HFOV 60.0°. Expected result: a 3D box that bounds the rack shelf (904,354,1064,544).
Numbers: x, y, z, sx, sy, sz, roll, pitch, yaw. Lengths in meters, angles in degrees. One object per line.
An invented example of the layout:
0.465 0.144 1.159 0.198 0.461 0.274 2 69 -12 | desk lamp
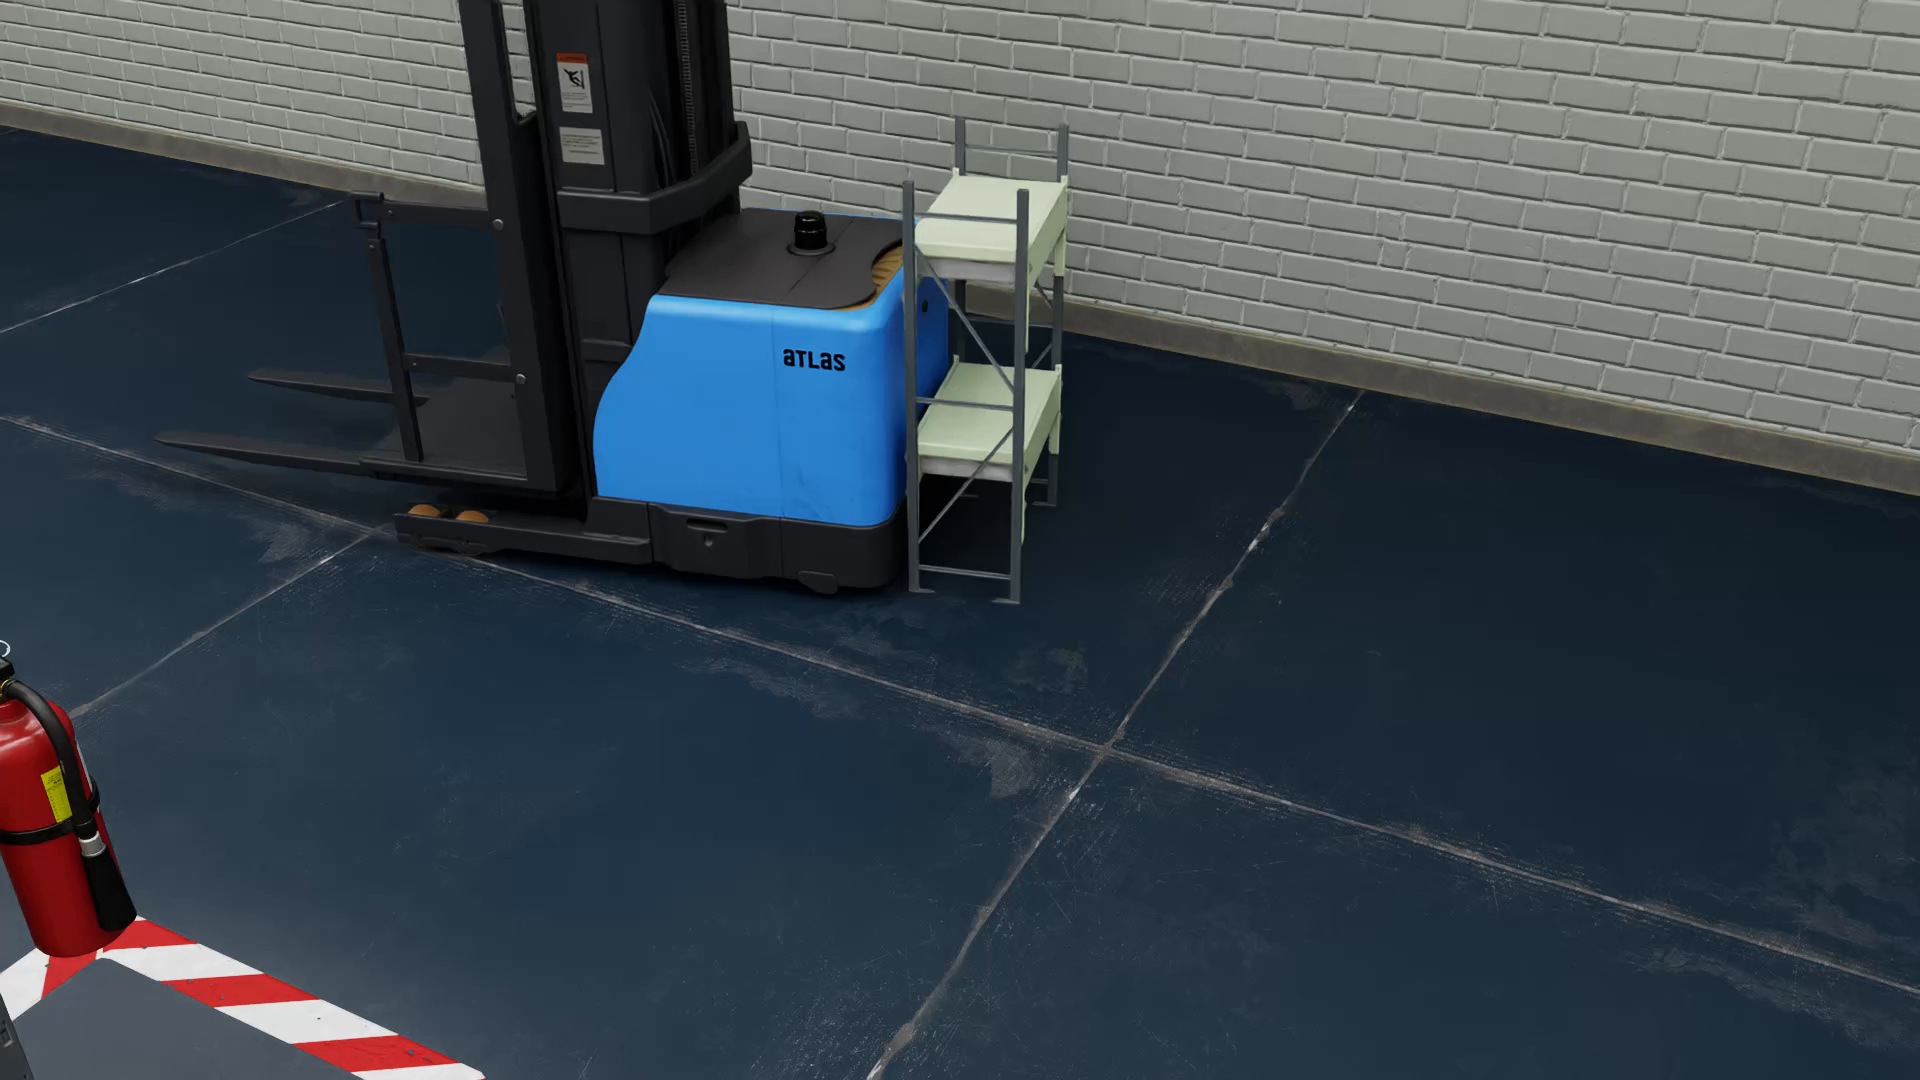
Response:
0.098 -0.342 5.994 0.431 0.370 0.720 6 31 11 | rack shelf

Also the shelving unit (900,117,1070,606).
0.098 -0.625 5.831 0.431 1.500 0.755 6 31 11 | shelving unit

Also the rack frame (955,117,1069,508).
0.180 -0.802 6.141 0.400 1.500 0.023 6 31 11 | rack frame

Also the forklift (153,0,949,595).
-1.604 -1.458 5.846 3.031 2.935 1.130 7 31 12 | forklift

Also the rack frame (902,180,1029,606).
0.016 -0.447 5.522 0.400 1.500 0.023 6 31 11 | rack frame

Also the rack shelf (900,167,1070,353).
0.098 -0.963 5.637 0.431 0.370 0.720 6 31 11 | rack shelf

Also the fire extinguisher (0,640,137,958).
-1.635 0.432 2.938 0.296 0.674 0.183 14 33 23 | fire extinguisher
